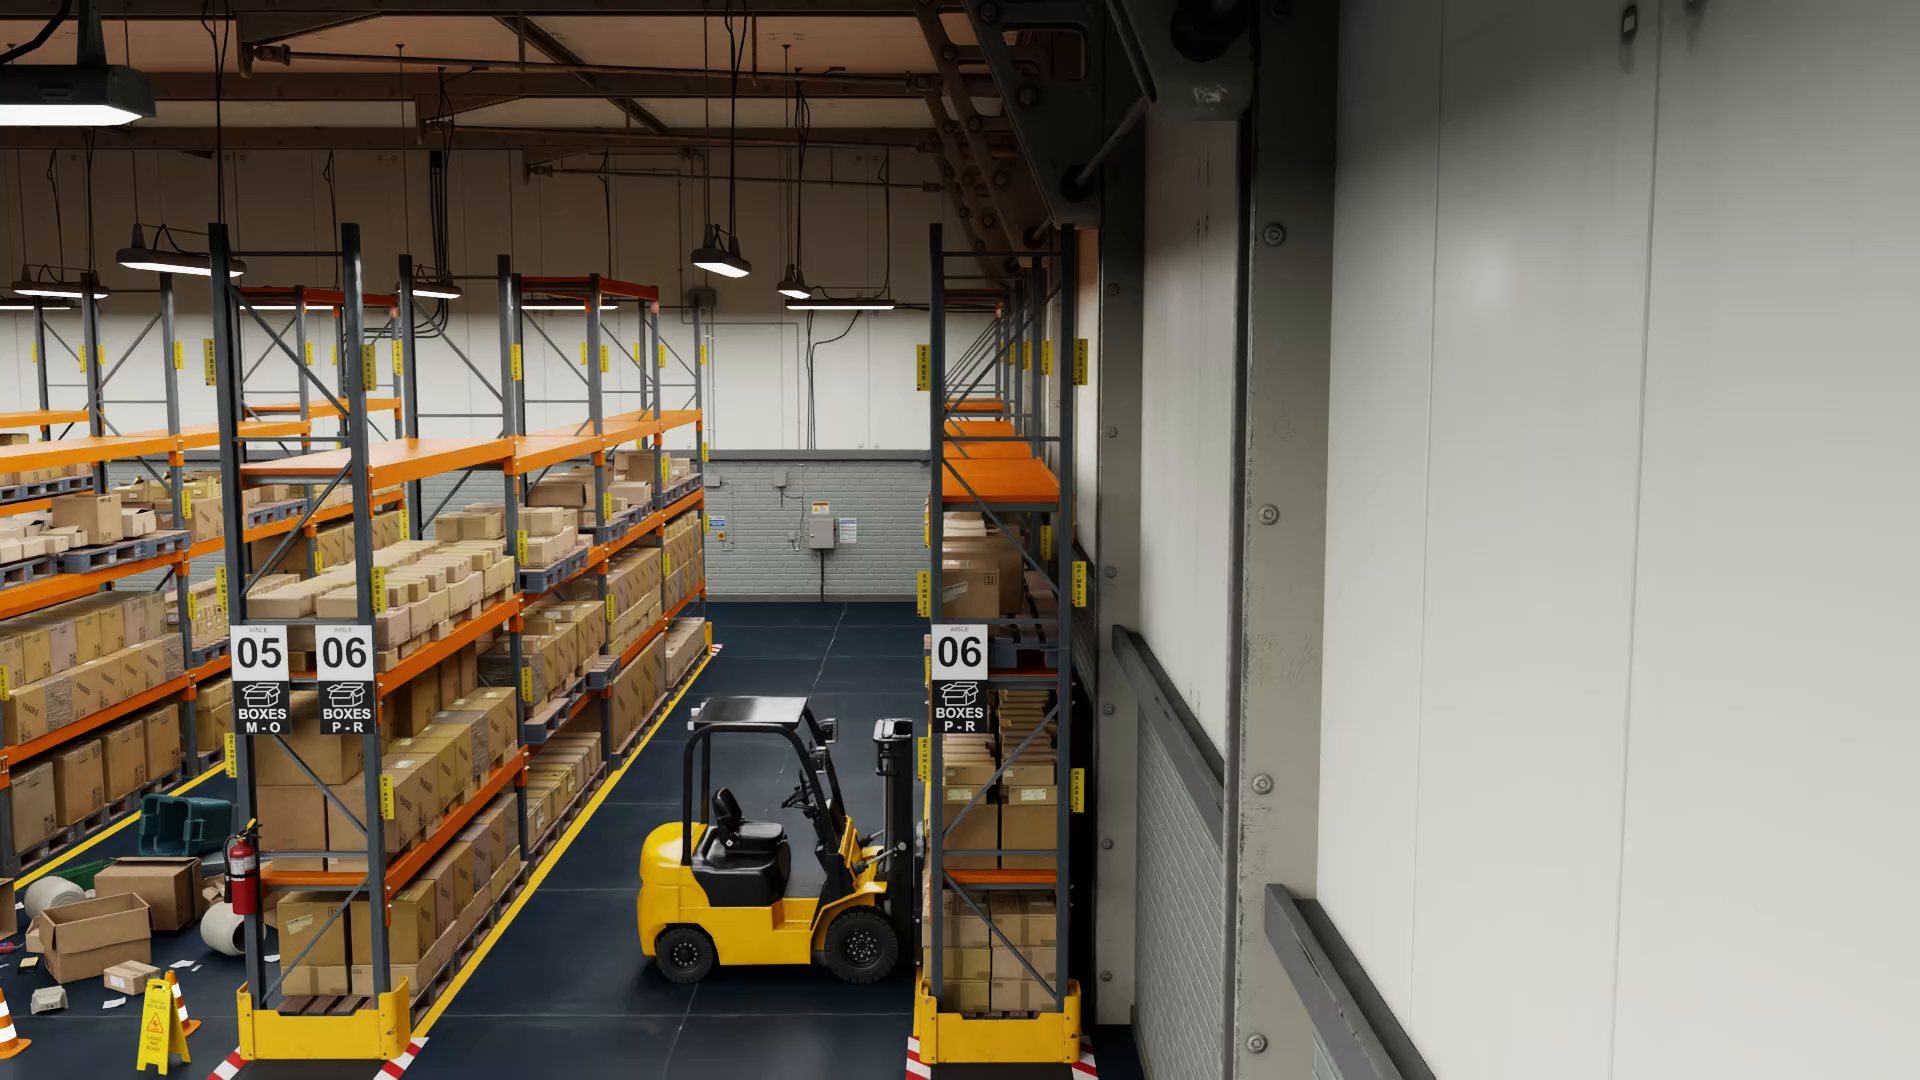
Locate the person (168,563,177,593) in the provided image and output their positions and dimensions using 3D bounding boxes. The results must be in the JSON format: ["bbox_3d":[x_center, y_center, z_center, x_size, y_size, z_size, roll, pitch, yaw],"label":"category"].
[{"bbox_3d":[-13.568,1.030,28.748,0.360,1.630,0.513,-4,8,-31],"label":"person"}]
